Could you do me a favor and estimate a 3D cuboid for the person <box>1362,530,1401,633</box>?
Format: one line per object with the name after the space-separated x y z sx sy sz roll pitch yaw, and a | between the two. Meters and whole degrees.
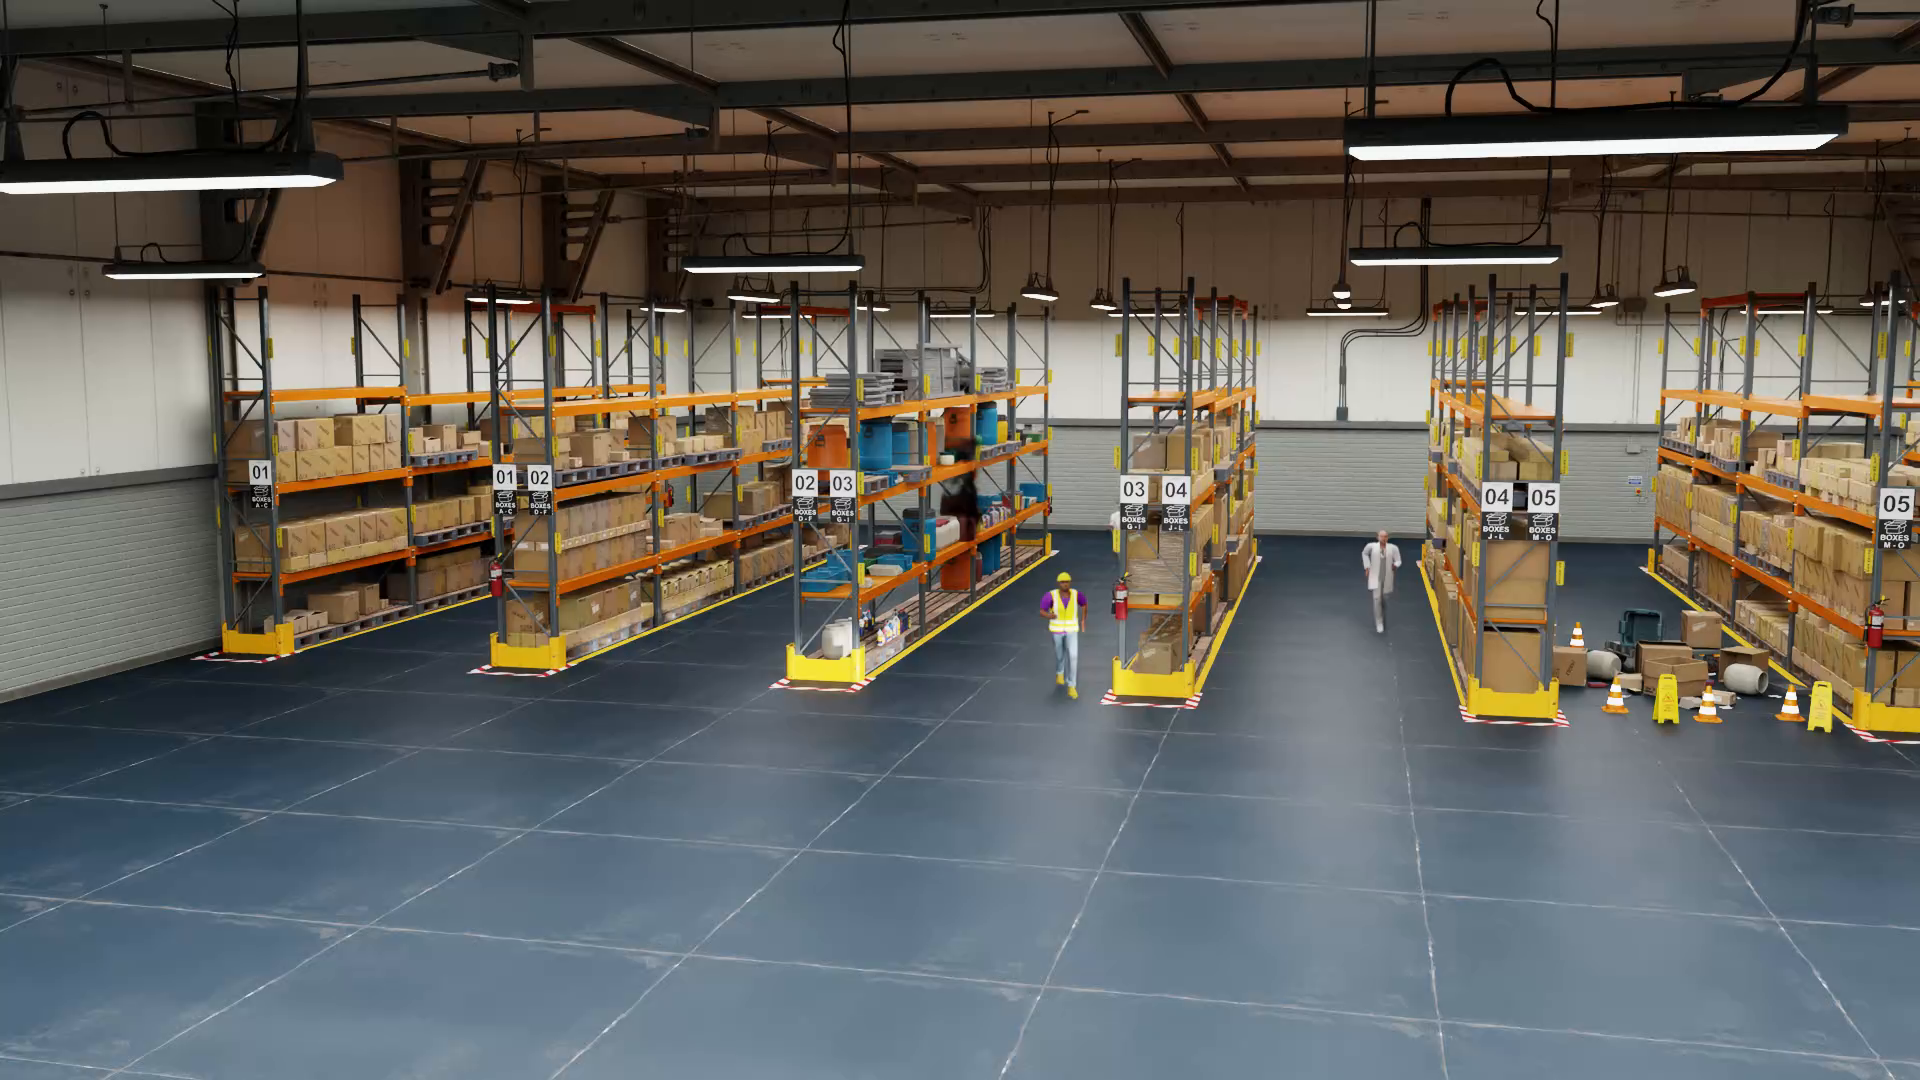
7.549 0.701 29.802 0.662 1.792 1.049 1 7 6 | person

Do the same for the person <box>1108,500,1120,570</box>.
3.270 0.049 33.596 0.566 1.770 0.678 2 7 17 | person

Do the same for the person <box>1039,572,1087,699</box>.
1.510 1.347 24.271 0.730 1.783 0.934 0 7 -1 | person
